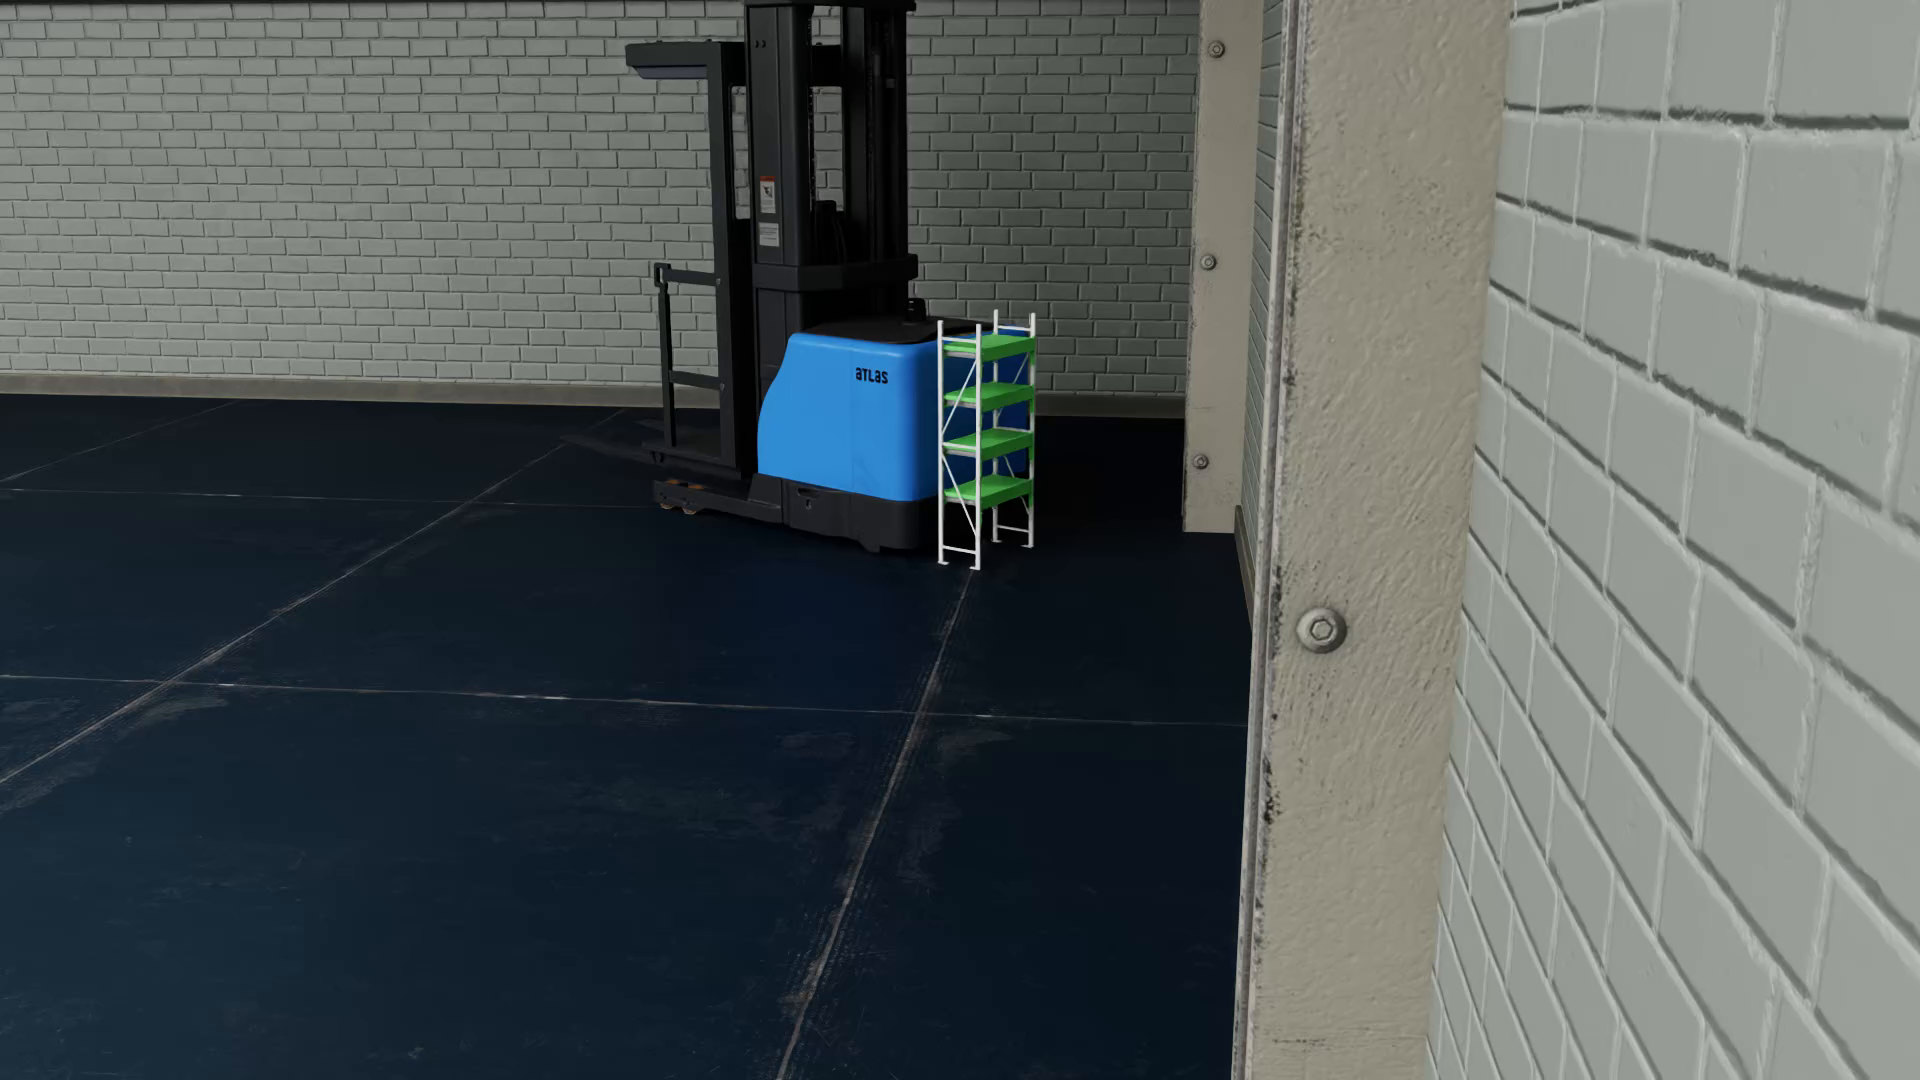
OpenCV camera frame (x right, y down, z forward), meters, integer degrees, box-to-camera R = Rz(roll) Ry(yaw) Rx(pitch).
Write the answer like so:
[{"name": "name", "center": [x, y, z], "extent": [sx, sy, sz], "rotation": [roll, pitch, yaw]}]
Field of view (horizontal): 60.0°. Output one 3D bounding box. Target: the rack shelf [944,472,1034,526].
[{"name": "rack shelf", "center": [0.136, -0.210, 8.306], "extent": [0.258, 0.148, 0.480], "rotation": [10, 18, 33]}]

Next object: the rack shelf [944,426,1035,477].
[{"name": "rack shelf", "center": [0.136, -0.442, 8.243], "extent": [0.258, 0.148, 0.480], "rotation": [10, 18, 33]}]

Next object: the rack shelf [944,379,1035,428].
[{"name": "rack shelf", "center": [0.136, -0.674, 8.181], "extent": [0.258, 0.148, 0.480], "rotation": [10, 18, 33]}]

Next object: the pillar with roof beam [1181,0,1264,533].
[{"name": "pillar with roof beam", "center": [-2.920, -4.563, 8.296], "extent": [9.100, 9.000, 0.400], "rotation": [2, 15, 6]}]

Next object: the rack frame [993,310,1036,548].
[{"name": "rack frame", "center": [0.273, -0.556, 8.421], "extent": [0.240, 1.200, 0.015], "rotation": [10, 18, 33]}]

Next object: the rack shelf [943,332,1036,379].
[{"name": "rack shelf", "center": [0.136, -0.906, 8.118], "extent": [0.258, 0.148, 0.480], "rotation": [10, 18, 33]}]

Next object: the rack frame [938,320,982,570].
[{"name": "rack frame", "center": [-0.001, -0.451, 8.032], "extent": [0.240, 1.200, 0.015], "rotation": [10, 18, 33]}]

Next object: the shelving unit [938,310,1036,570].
[{"name": "shelving unit", "center": [0.136, -0.504, 8.227], "extent": [0.258, 1.200, 0.503], "rotation": [10, 18, 33]}]

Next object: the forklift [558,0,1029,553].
[{"name": "forklift", "center": [-1.083, -1.645, 9.132], "extent": [3.031, 2.935, 1.130], "rotation": [12, 19, 38]}]
